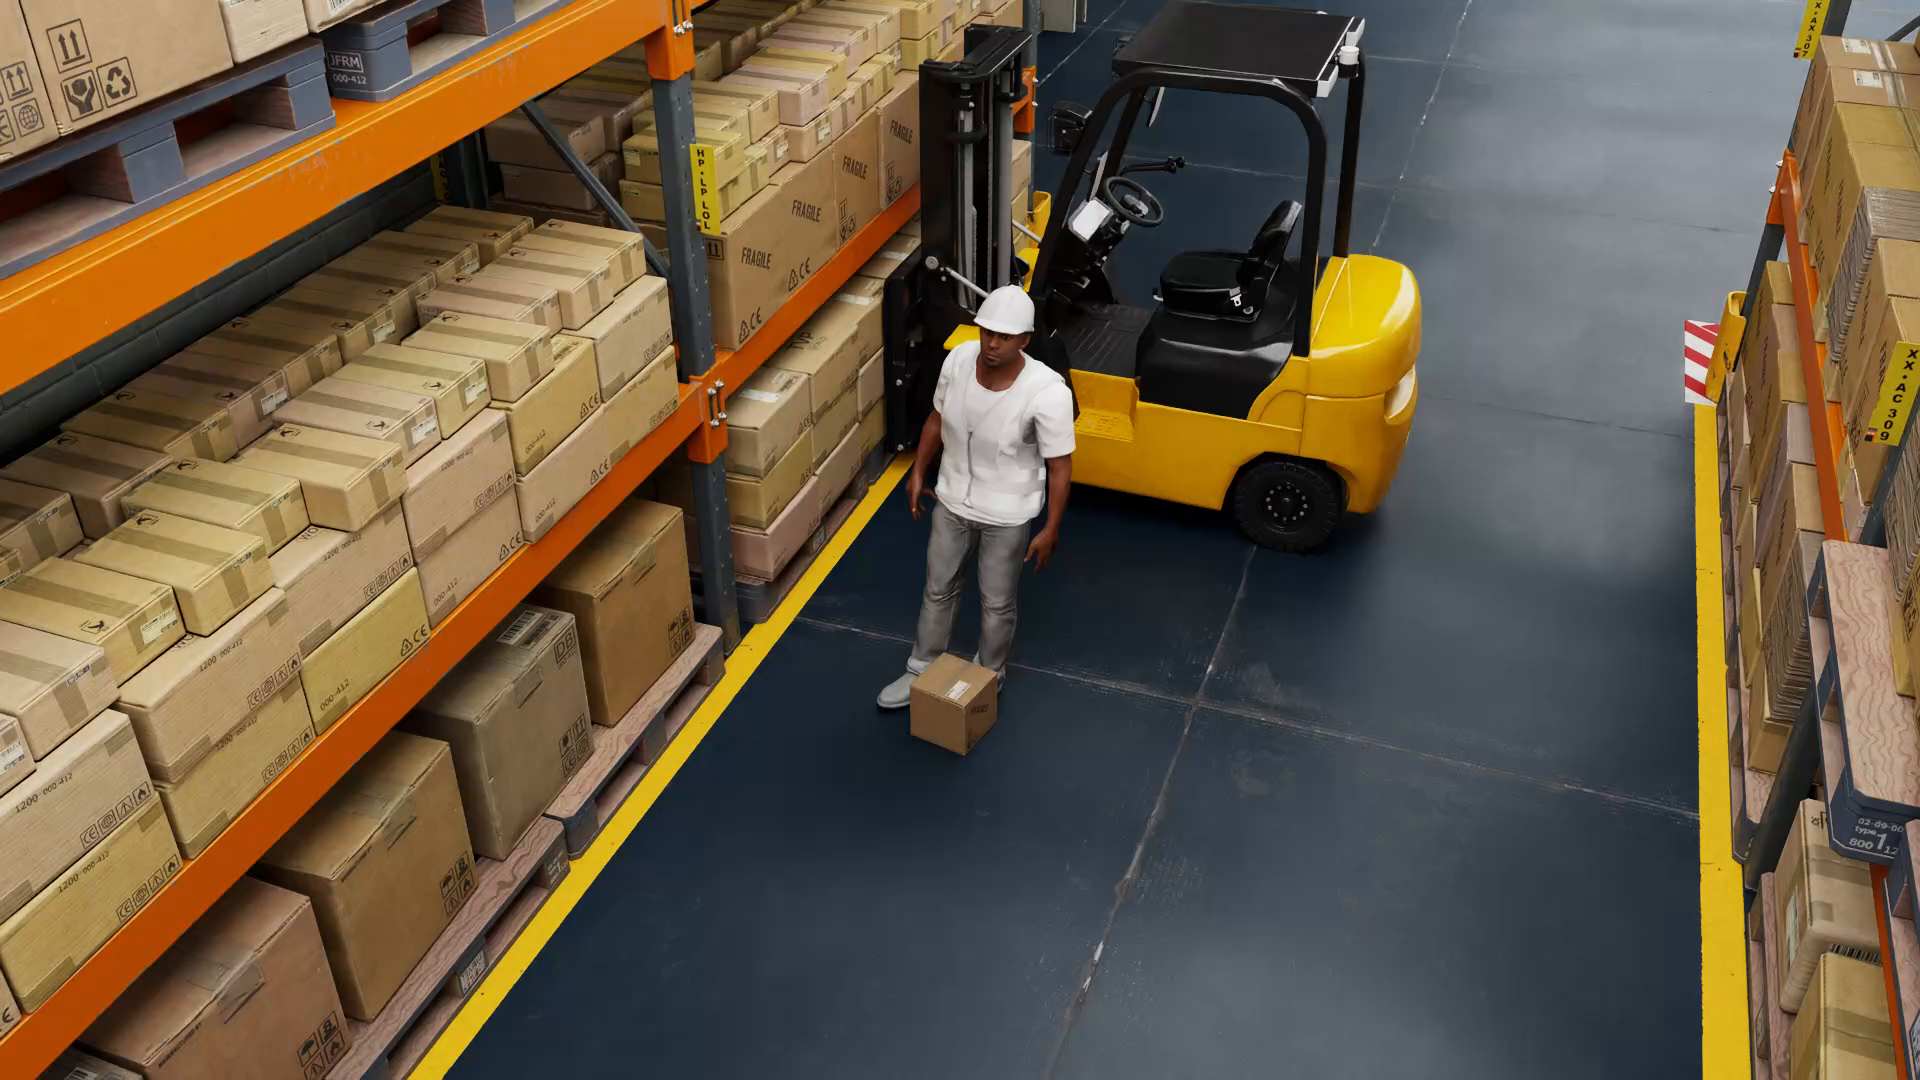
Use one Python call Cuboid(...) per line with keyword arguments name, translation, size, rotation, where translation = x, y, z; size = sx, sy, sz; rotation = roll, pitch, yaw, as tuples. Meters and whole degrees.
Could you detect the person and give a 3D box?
Cuboid(name="person", translation=(0.061, -0.100, 6.255), size=(0.665, 1.769, 0.574), rotation=(20, 38, 27))
